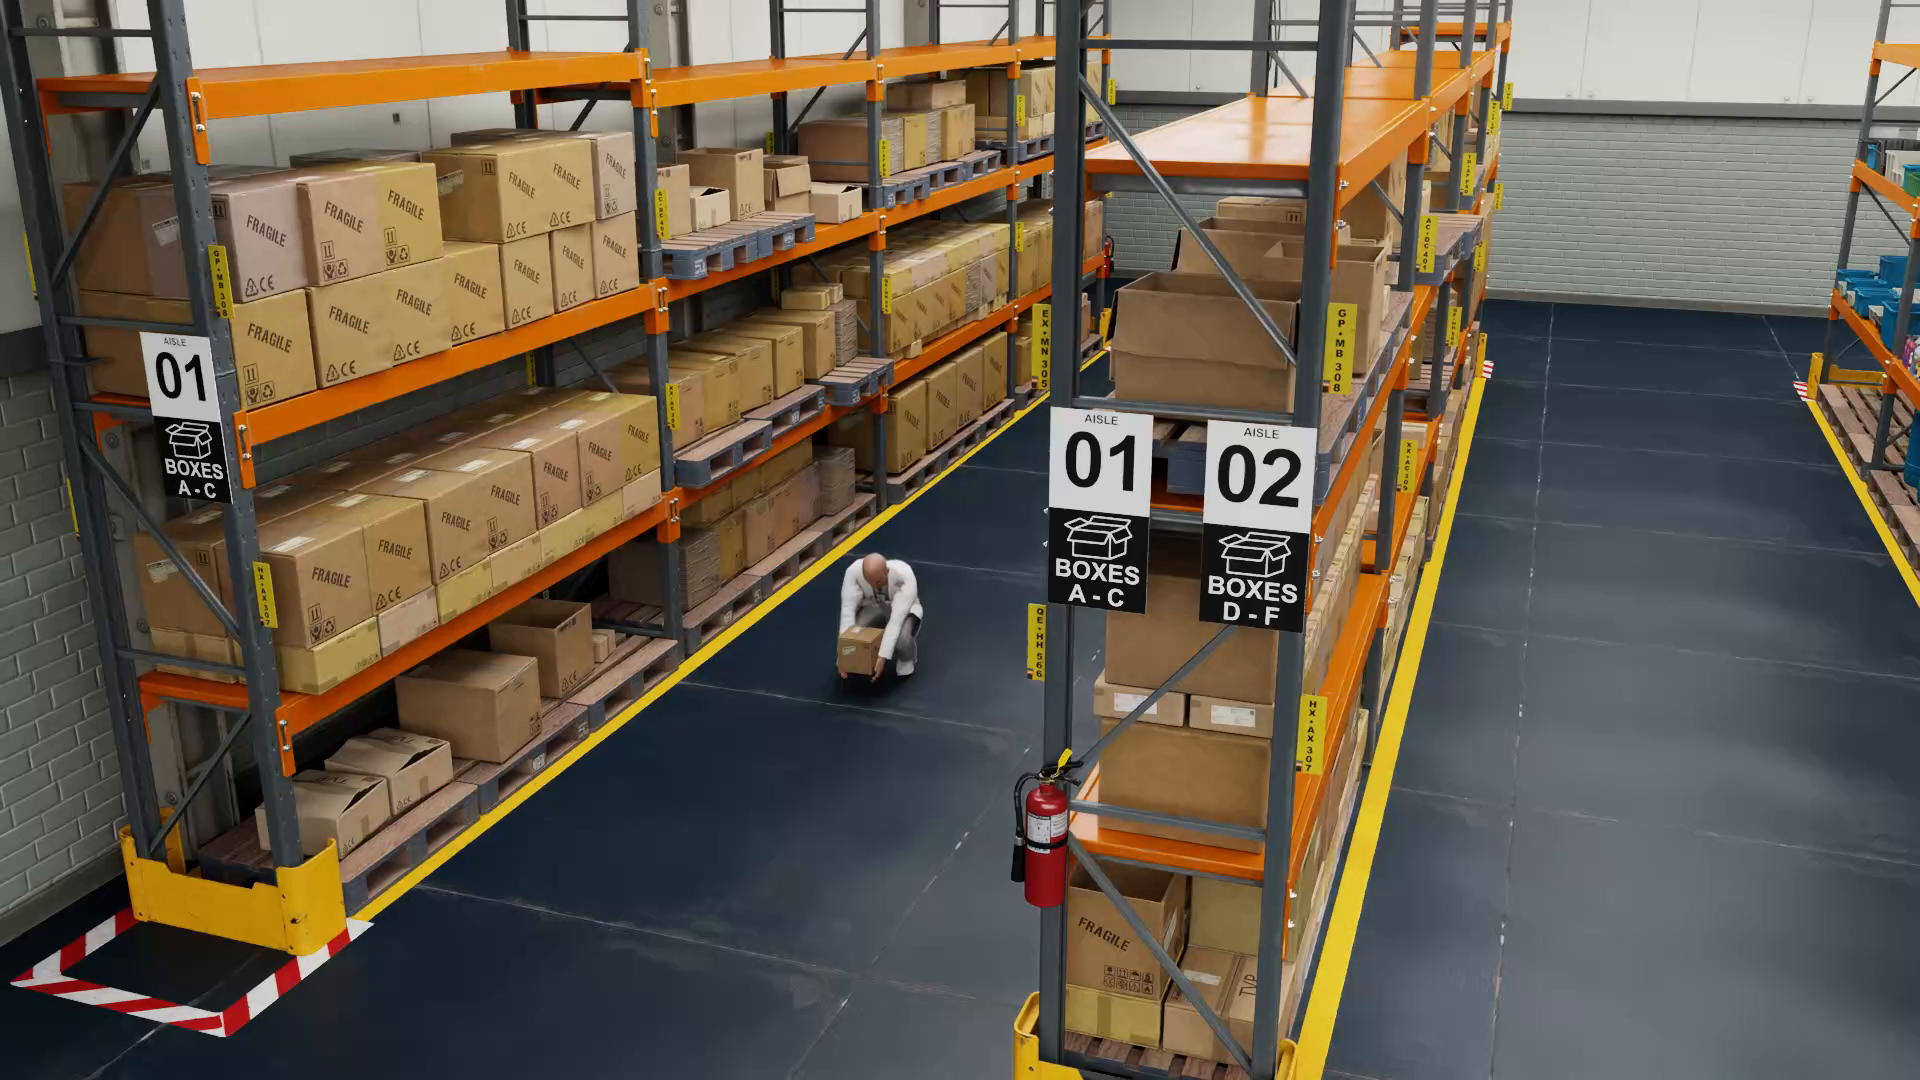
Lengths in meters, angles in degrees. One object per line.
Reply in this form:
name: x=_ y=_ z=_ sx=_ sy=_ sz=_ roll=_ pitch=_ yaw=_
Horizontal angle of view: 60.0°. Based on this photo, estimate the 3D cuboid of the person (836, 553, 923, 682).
person: x=-0.572 y=0.497 z=11.826 sx=0.586 sy=1.004 sz=0.918 roll=6 pitch=19 yaw=17
